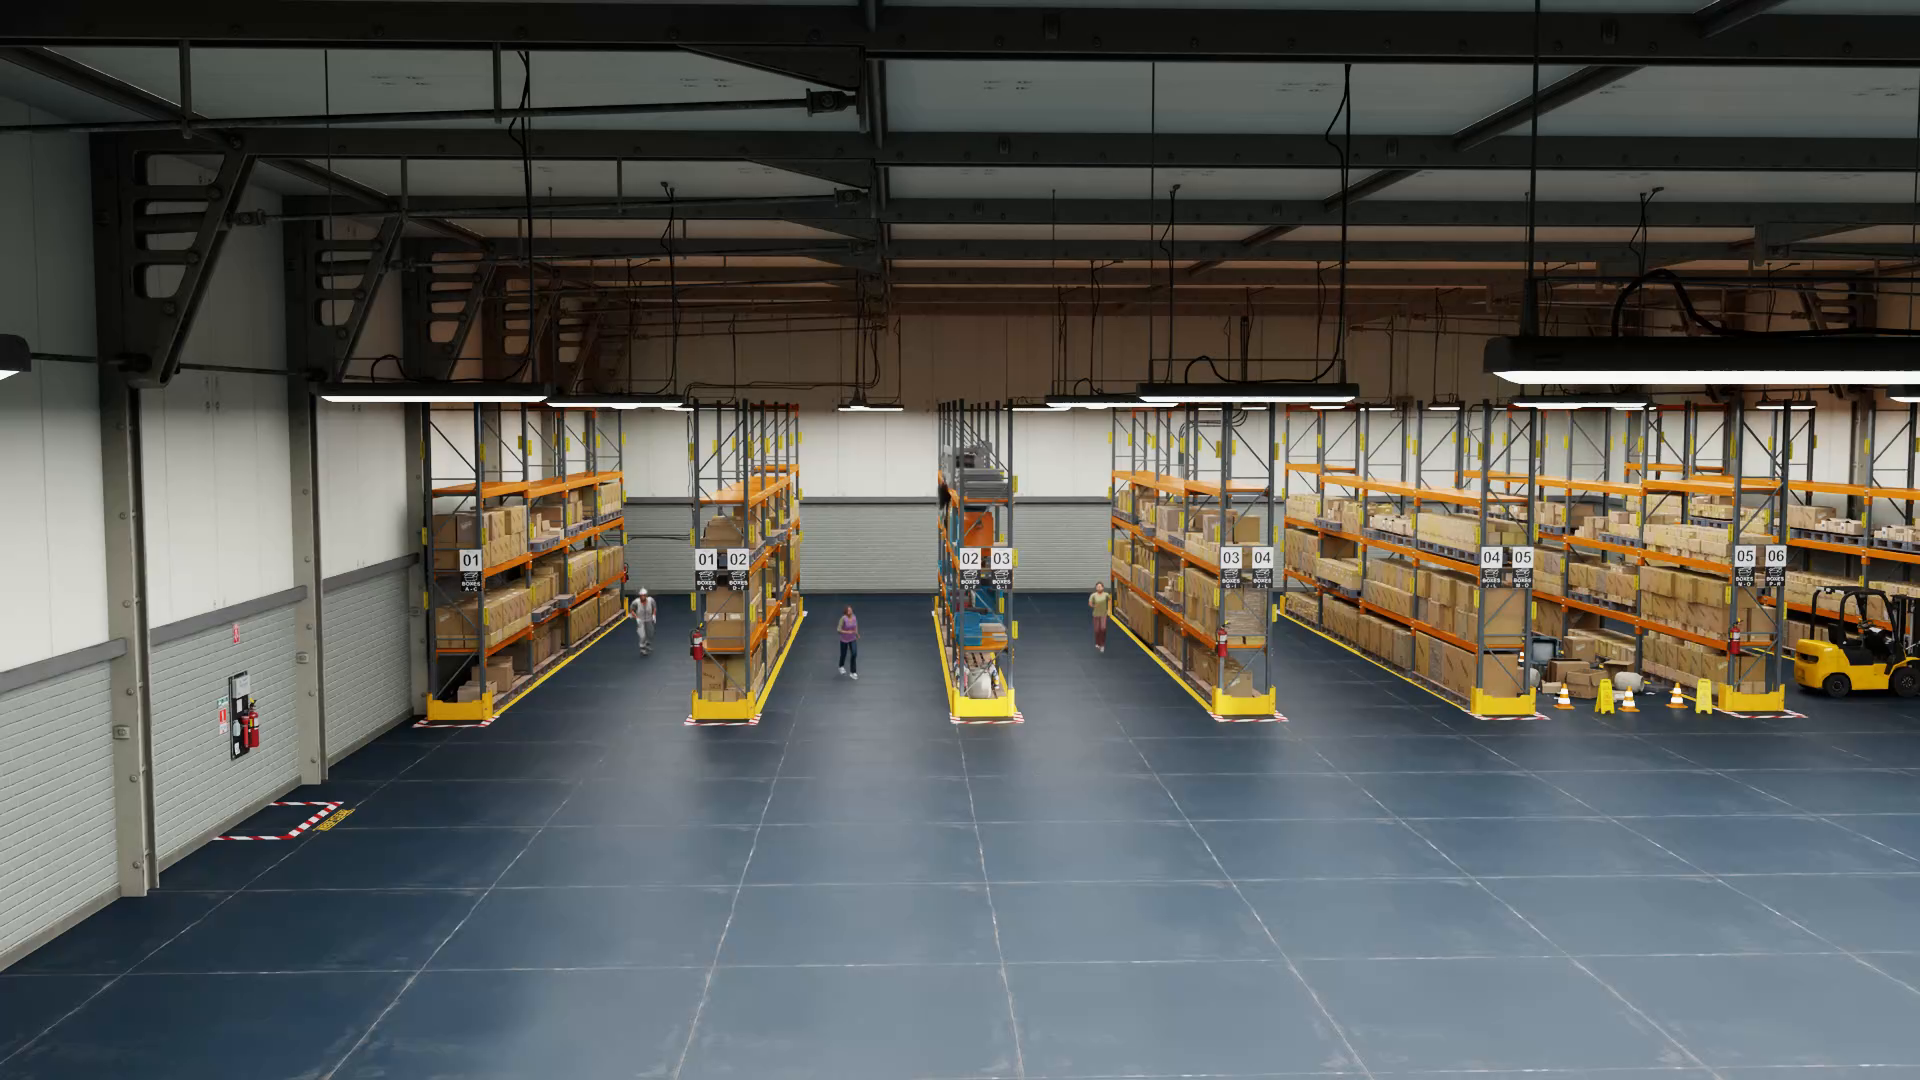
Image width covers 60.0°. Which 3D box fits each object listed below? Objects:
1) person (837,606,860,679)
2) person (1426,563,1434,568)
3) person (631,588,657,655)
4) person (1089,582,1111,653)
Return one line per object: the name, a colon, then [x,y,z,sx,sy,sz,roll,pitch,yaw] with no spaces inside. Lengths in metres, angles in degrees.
person: [-2.439,2.186,36.029,0.546,1.573,0.920,-2,5,-22]
person: [12.753,1.482,44.758,0.696,1.713,0.767,-2,5,-26]
person: [-7.481,1.921,39.339,0.666,1.625,0.930,-2,5,-27]
person: [3.366,1.854,39.999,0.554,1.714,0.785,0,4,4]
